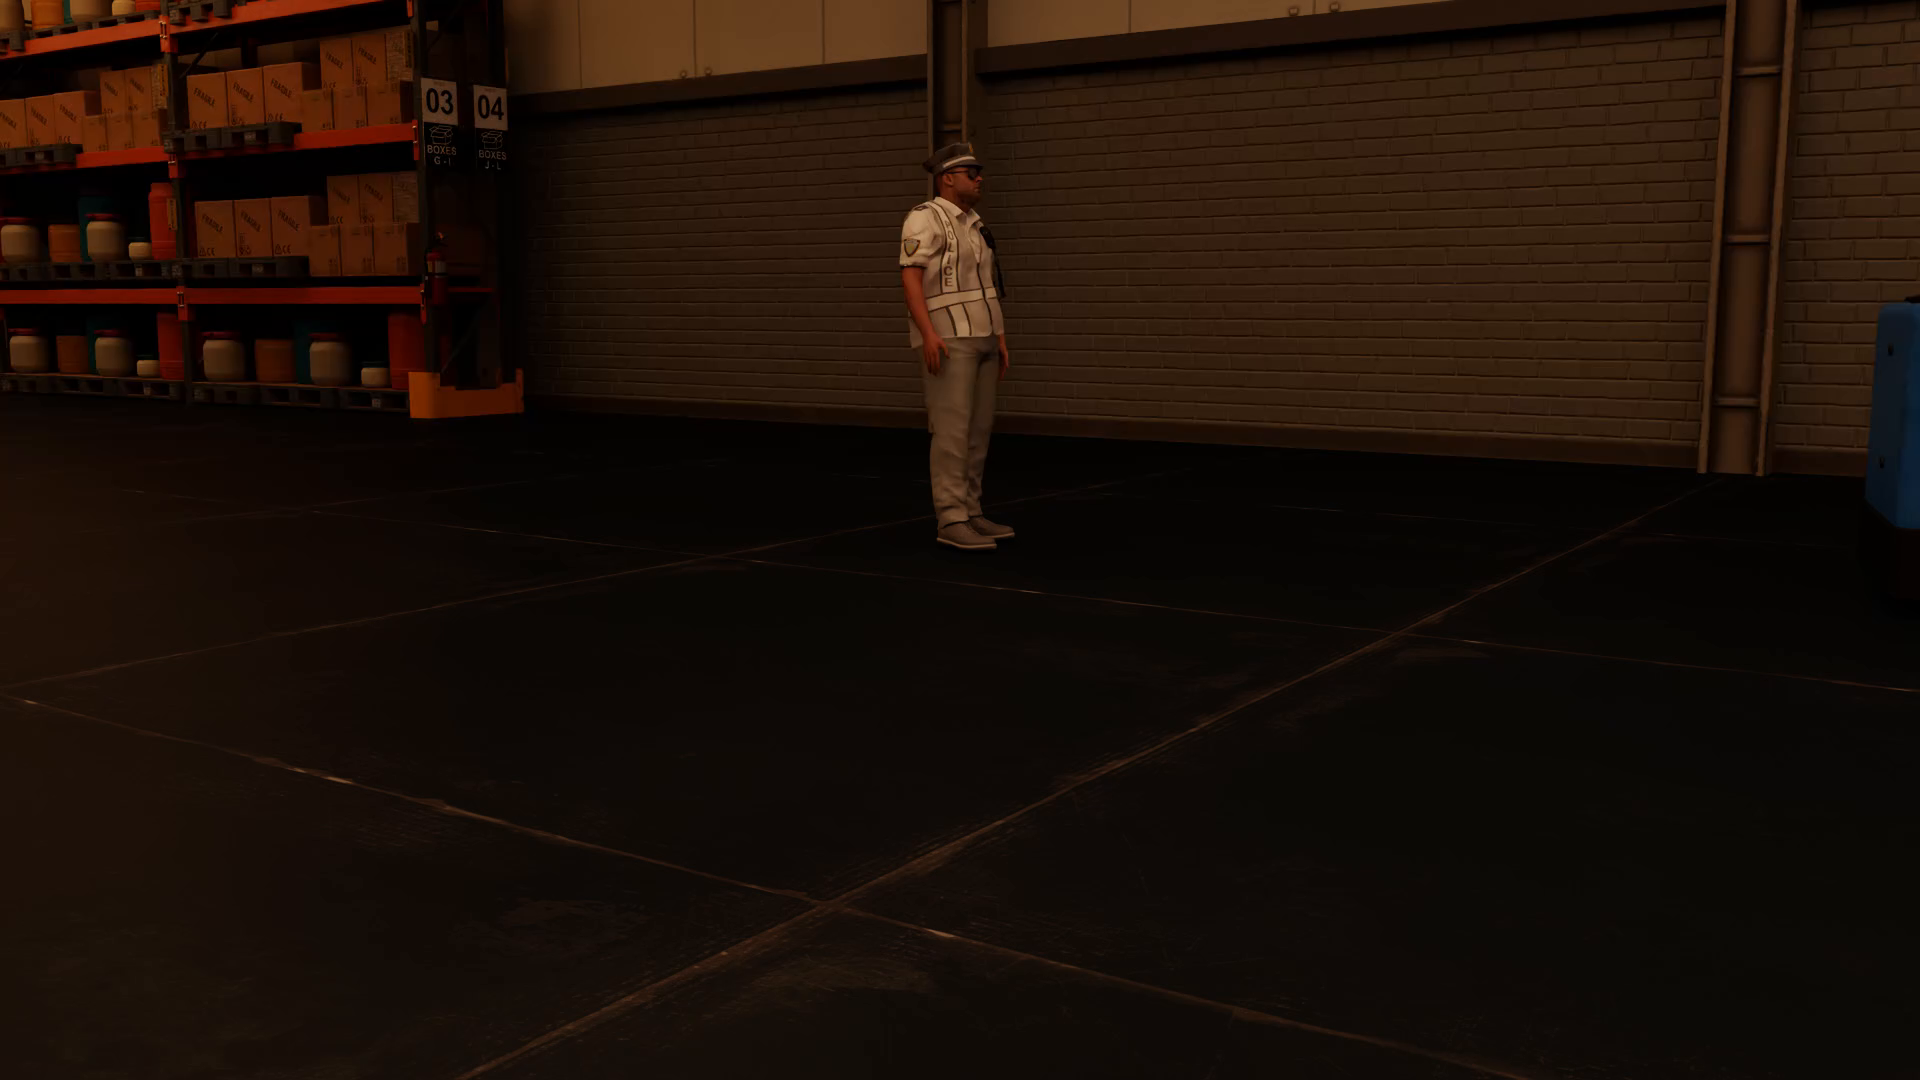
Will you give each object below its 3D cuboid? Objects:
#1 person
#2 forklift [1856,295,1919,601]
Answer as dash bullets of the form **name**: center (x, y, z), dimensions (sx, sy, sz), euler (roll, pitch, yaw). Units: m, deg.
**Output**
- **person**: center (0.057, -0.880, 7.424), dimensions (0.575, 1.778, 0.640), euler (5, 10, 34)
- **forklift**: center (4.765, -1.165, 5.388), dimensions (3.031, 2.935, 1.130), euler (3, 9, 22)
